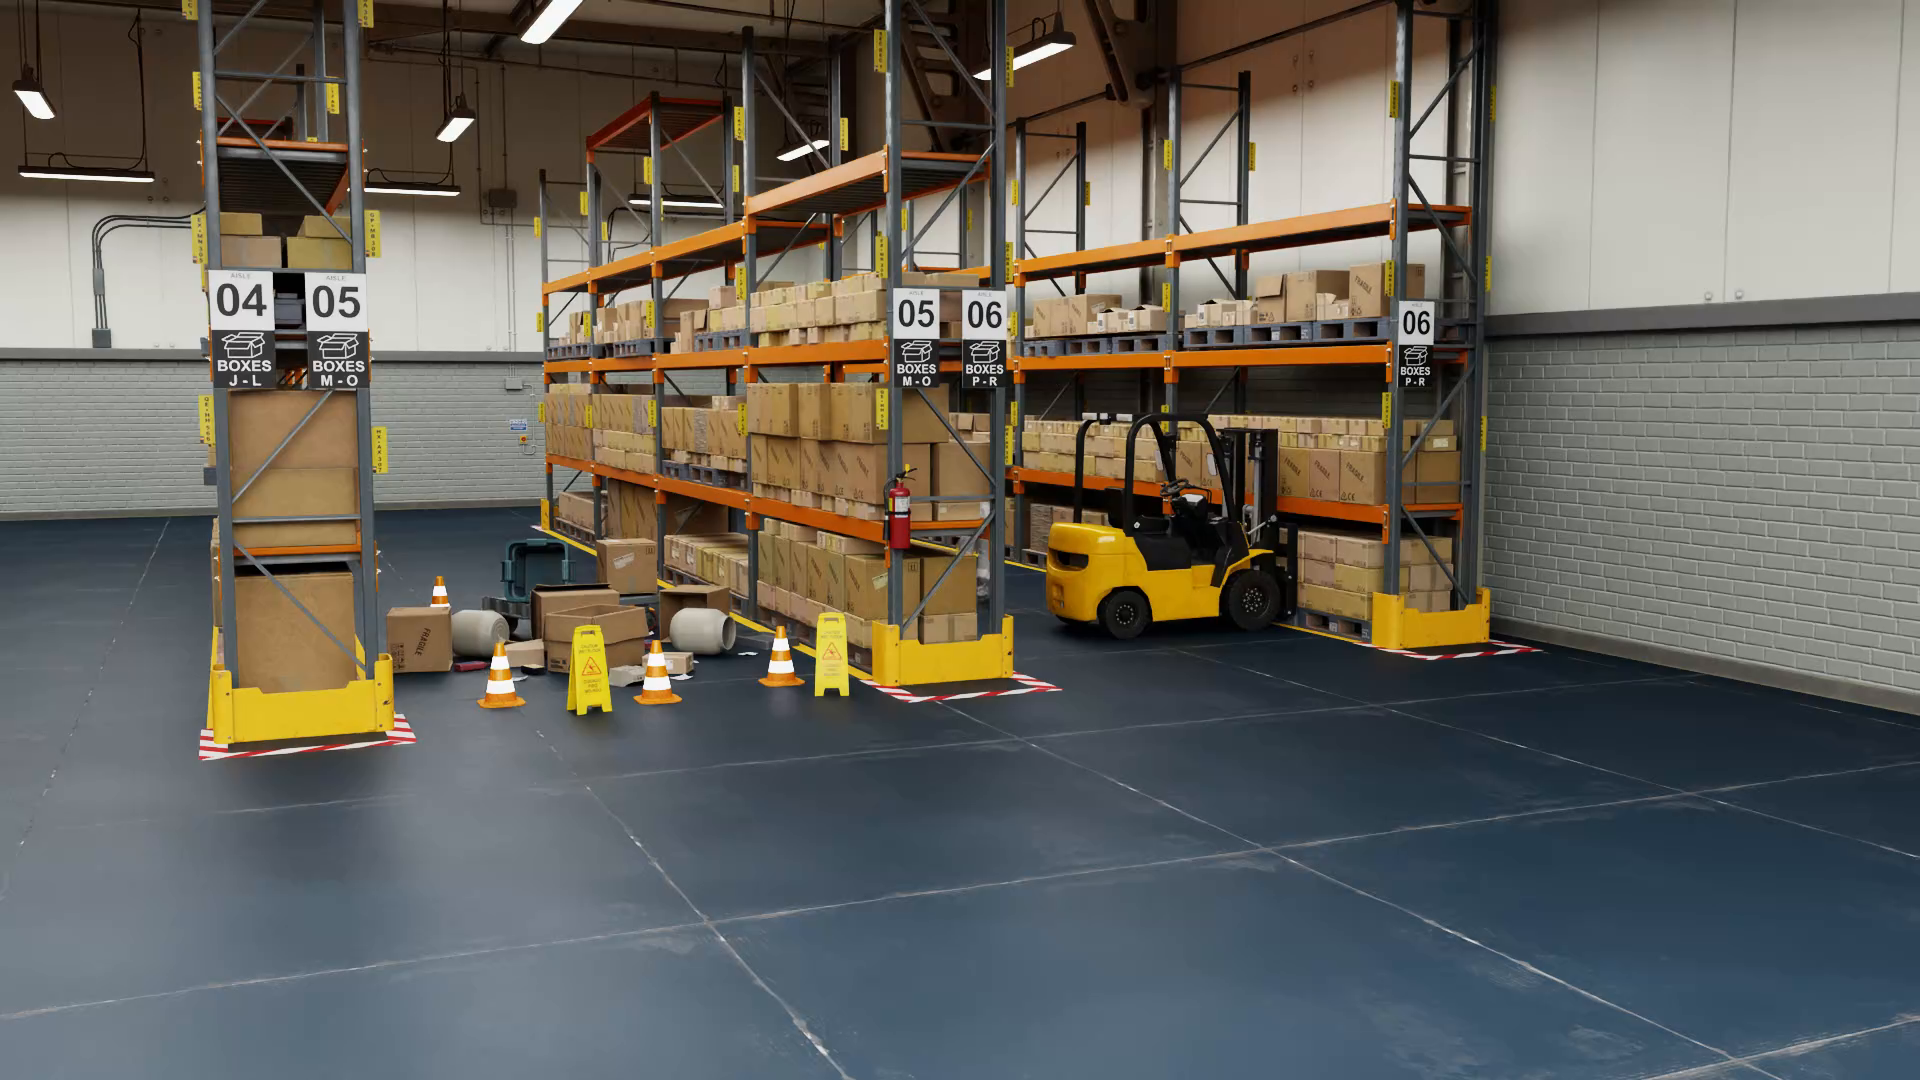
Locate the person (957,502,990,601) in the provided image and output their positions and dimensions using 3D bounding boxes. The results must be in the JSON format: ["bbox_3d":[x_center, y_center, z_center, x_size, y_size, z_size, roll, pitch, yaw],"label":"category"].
[{"bbox_3d":[0.193,-0.206,18.587,0.556,1.784,0.505,1,5,10],"label":"person"}]
